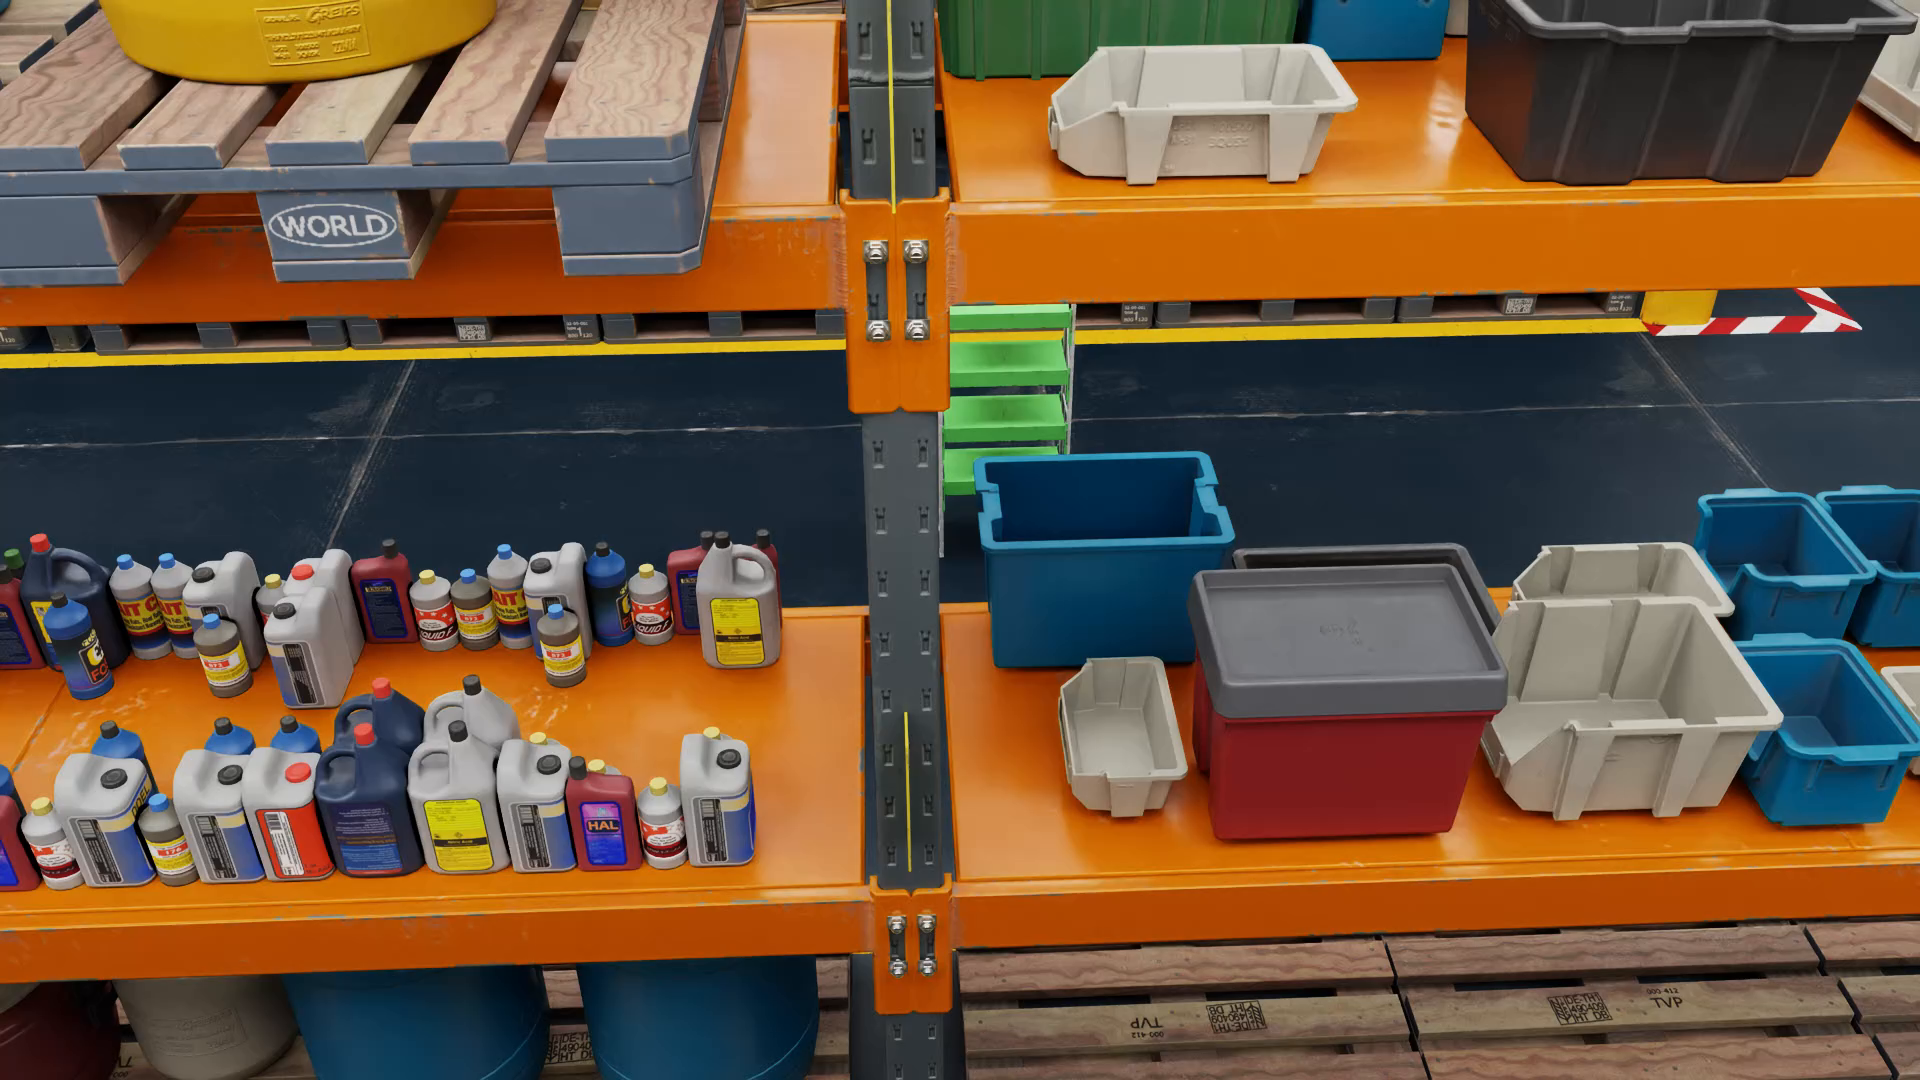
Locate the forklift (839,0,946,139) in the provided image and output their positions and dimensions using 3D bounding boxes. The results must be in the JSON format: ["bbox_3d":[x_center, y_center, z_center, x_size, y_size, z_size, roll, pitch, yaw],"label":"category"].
[{"bbox_3d":[-0.540,-4.123,10.132,3.031,2.935,1.130,19,39,25],"label":"forklift"}]

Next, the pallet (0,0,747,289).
[{"bbox_3d":[-0.902,-0.795,2.793,1.003,0.211,1.213,-2,35,-2],"label":"pallet"}]

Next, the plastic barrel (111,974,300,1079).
[{"bbox_3d":[-1.943,1.123,4.309,0.421,0.512,0.421,0,35,0],"label":"plastic barrel"}]

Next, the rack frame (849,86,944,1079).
[{"bbox_3d":[-0.124,0.284,3.704,0.127,3.000,1.000,-2,35,-2],"label":"rack frame"}]

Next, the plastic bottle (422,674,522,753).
[{"bbox_3d":[-1.033,0.433,3.531,0.185,0.351,0.144,-2,35,-2],"label":"plastic bottle"}]

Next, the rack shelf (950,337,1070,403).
[{"bbox_3d":[0.165,-0.643,6.315,0.480,0.148,0.258,-2,35,-2],"label":"rack shelf"}]

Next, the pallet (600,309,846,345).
[{"bbox_3d":[-1.165,-1.342,8.503,1.213,0.211,1.003,-2,35,-2],"label":"pallet"}]

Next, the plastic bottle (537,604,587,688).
[{"bbox_3d":[-0.945,0.242,3.939,0.097,0.201,0.097,0,35,0],"label":"plastic bottle"}]

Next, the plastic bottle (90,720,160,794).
[{"bbox_3d":[-1.761,0.494,3.513,0.097,0.271,0.097,0,35,0],"label":"plastic bottle"}]

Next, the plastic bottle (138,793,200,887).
[{"bbox_3d":[-1.620,0.606,3.413,0.097,0.201,0.097,0,35,0],"label":"plastic bottle"}]

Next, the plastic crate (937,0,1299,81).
[{"bbox_3d":[0.285,-1.045,3.175,0.662,0.188,0.450,-2,35,-2],"label":"plastic crate"}]

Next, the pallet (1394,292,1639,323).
[{"bbox_3d":[2.769,-1.469,8.687,1.213,0.211,1.003,-2,35,-2],"label":"pallet"}]

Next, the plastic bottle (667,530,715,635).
[{"bbox_3d":[-0.643,0.103,4.068,0.133,0.283,0.061,-2,35,-2],"label":"plastic bottle"}]

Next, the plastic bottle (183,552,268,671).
[{"bbox_3d":[-1.761,0.162,3.989,0.135,0.276,0.152,-2,35,-2],"label":"plastic bottle"}]

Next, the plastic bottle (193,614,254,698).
[{"bbox_3d":[-1.736,0.263,3.908,0.097,0.201,0.097,0,35,0],"label":"plastic bottle"}]

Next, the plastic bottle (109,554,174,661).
[{"bbox_3d":[-1.975,0.154,4.004,0.097,0.271,0.097,0,35,0],"label":"plastic bottle"}]

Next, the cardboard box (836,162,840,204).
[{"bbox_3d":[-0.834,-1.508,8.104,0.500,0.500,0.500,-2,35,-2],"label":"cardboard box"}]

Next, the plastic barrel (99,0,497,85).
[{"bbox_3d":[-1.026,-1.059,2.475,0.600,0.588,0.600,0,35,0],"label":"plastic barrel"}]

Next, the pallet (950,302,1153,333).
[{"bbox_3d":[0.332,-1.403,8.592,1.213,0.211,1.003,-2,35,-2],"label":"pallet"}]

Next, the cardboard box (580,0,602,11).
[{"bbox_3d":[-1.522,-2.805,7.711,0.500,0.500,0.700,4,35,5],"label":"cardboard box"}]

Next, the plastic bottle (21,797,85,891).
[{"bbox_3d":[-1.851,0.612,3.404,0.097,0.201,0.097,0,35,0],"label":"plastic bottle"}]

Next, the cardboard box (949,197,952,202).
[{"bbox_3d":[0.075,-1.495,8.251,0.500,0.311,0.500,-2,35,-2],"label":"cardboard box"}]

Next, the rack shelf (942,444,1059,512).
[{"bbox_3d":[0.165,-0.248,6.588,0.480,0.148,0.258,-2,35,-2],"label":"rack shelf"}]

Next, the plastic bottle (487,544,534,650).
[{"bbox_3d":[-1.087,0.130,4.039,0.097,0.271,0.097,0,35,0],"label":"plastic bottle"}]

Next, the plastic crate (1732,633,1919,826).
[{"bbox_3d":[1.833,0.422,3.599,0.300,0.233,0.416,-2,35,-2],"label":"plastic crate"}]

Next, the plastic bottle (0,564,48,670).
[{"bbox_3d":[-2.273,0.182,3.954,0.133,0.283,0.061,-2,35,-2],"label":"plastic bottle"}]

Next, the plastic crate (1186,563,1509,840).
[{"bbox_3d":[0.780,0.352,3.497,0.583,0.464,0.402,-2,35,-2],"label":"plastic crate"}]

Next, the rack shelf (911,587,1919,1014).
[{"bbox_3d":[1.874,0.526,3.986,4.000,0.370,1.077,-2,35,-2],"label":"rack shelf"}]

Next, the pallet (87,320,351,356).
[{"bbox_3d":[-3.602,-1.276,8.408,1.213,0.211,1.003,-2,35,-2],"label":"pallet"}]

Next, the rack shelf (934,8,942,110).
[{"bbox_3d":[1.643,-2.290,8.055,4.000,0.370,1.077,-2,35,-2],"label":"rack shelf"}]

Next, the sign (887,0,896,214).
[{"bbox_3d":[-0.099,-0.640,2.396,0.005,0.325,0.100,-2,35,-2],"label":"sign"}]

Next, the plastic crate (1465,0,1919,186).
[{"bbox_3d":[1.130,-0.773,2.710,0.590,0.269,0.497,-2,35,-2],"label":"plastic crate"}]

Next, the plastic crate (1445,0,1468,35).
[{"bbox_3d":[1.129,-1.092,3.287,0.466,0.136,0.293,-2,35,-2],"label":"plastic crate"}]

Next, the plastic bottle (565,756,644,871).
[{"bbox_3d":[-0.731,0.559,3.409,0.133,0.283,0.061,-2,35,-2],"label":"plastic bottle"}]

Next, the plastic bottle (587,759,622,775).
[{"bbox_3d":[-0.753,0.548,3.497,0.097,0.201,0.097,0,35,0],"label":"plastic bottle"}]

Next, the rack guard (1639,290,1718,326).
[{"bbox_3d":[3.565,-1.610,8.636,0.348,0.500,1.175,-2,35,-2],"label":"rack guard"}]

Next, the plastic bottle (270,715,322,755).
[{"bbox_3d":[-1.395,0.484,3.527,0.097,0.271,0.097,0,35,0],"label":"plastic bottle"}]

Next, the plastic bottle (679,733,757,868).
[{"bbox_3d":[-0.502,0.529,3.458,0.135,0.276,0.152,-2,35,-2],"label":"plastic bottle"}]

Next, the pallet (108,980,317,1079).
[{"bbox_3d":[-2.118,1.462,4.451,1.213,0.211,1.003,-2,35,-2],"label":"pallet"}]

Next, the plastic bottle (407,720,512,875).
[{"bbox_3d":[-1.026,0.515,3.413,0.185,0.351,0.144,-2,35,-2],"label":"plastic bottle"}]

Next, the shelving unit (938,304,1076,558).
[{"bbox_3d":[0.165,-0.498,6.415,0.503,1.200,0.258,-2,35,-2],"label":"shelving unit"}]

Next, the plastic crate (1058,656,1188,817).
[{"bbox_3d":[0.348,0.437,3.662,0.243,0.136,0.396,-2,35,-2],"label":"plastic crate"}]

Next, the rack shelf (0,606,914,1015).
[{"bbox_3d":[-2.121,0.634,3.830,4.000,0.370,1.077,-2,35,-2],"label":"rack shelf"}]

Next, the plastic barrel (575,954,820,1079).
[{"bbox_3d":[-0.668,0.979,4.174,0.708,0.901,0.600,-2,35,-2],"label":"plastic barrel"}]

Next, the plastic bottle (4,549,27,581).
[{"bbox_3d":[-2.276,0.147,4.004,0.133,0.283,0.061,-2,35,-2],"label":"plastic bottle"}]

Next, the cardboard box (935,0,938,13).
[{"bbox_3d":[0.133,-2.732,7.974,0.500,0.500,0.500,-1,35,-1],"label":"cardboard box"}]

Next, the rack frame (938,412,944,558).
[{"bbox_3d":[-0.078,-0.491,6.405,0.015,1.200,0.240,-2,35,-2],"label":"rack frame"}]

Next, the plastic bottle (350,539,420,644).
[{"bbox_3d":[-1.397,0.123,4.038,0.133,0.283,0.061,-2,35,-2],"label":"plastic bottle"}]

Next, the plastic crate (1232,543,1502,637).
[{"bbox_3d":[0.982,0.190,4.029,0.590,0.125,0.437,-2,35,-2],"label":"plastic crate"}]

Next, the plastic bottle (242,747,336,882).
[{"bbox_3d":[-1.371,0.553,3.424,0.135,0.276,0.152,-2,35,-2],"label":"plastic bottle"}]

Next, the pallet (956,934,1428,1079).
[{"bbox_3d":[0.609,1.389,4.558,1.213,0.211,1.003,-2,35,-2],"label":"pallet"}]

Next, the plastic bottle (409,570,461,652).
[{"bbox_3d":[-1.281,0.164,4.051,0.097,0.201,0.097,0,35,0],"label":"plastic bottle"}]

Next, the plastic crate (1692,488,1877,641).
[{"bbox_3d":[1.995,0.084,4.088,0.300,0.233,0.416,-2,35,-2],"label":"plastic crate"}]

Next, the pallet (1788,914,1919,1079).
[{"bbox_3d":[3.046,1.323,4.653,1.213,0.211,1.003,-2,35,-2],"label":"pallet"}]

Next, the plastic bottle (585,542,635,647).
[{"bbox_3d":[-0.855,0.124,4.048,0.097,0.271,0.097,0,35,0],"label":"plastic bottle"}]
